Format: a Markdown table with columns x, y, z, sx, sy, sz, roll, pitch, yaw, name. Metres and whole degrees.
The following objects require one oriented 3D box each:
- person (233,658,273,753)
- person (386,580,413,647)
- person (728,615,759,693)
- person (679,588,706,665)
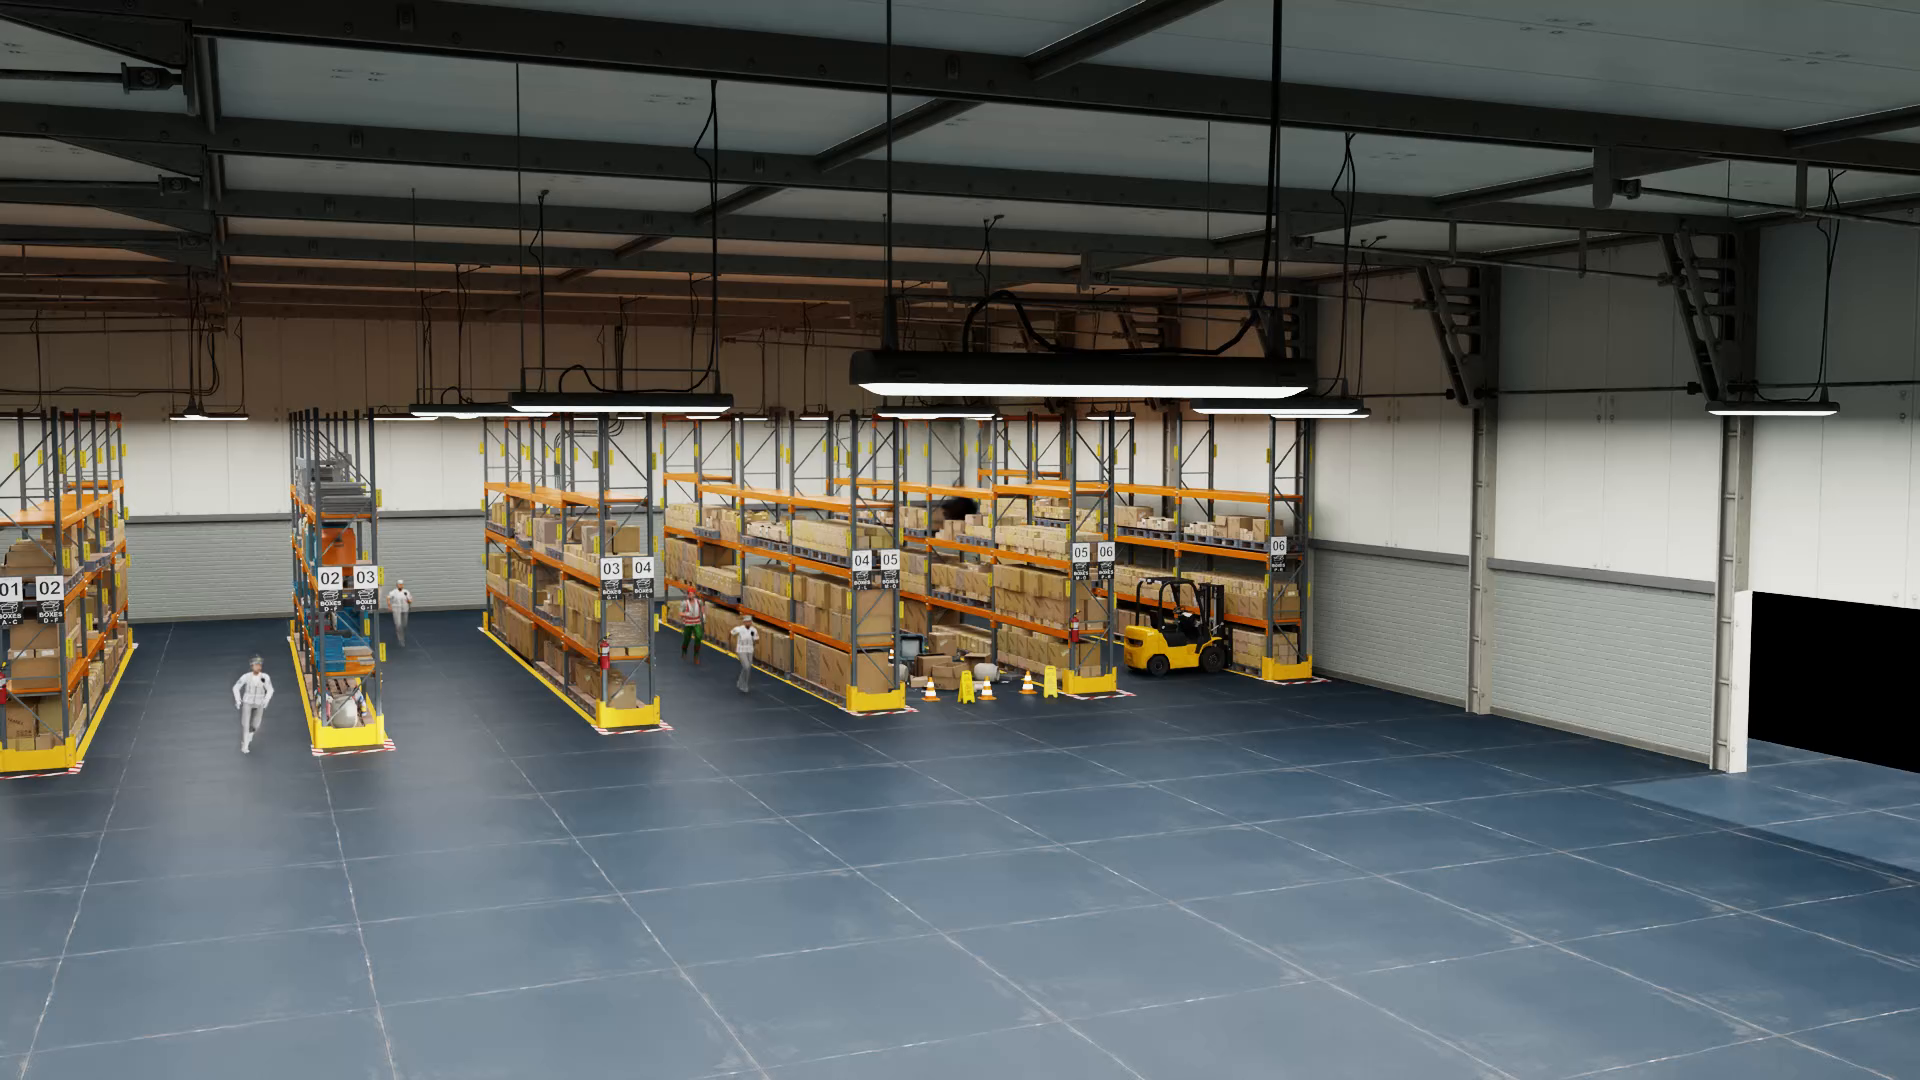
| x | y | z | sx | sy | sz | roll | pitch | yaw | name |
| --- | --- | --- | --- | --- | --- | --- | --- | --- | --- |
| -12.412 | 2.880 | 29.215 | 0.661 | 1.655 | 0.541 | -2 | 5 | -28 | person |
| -14.448 | 1.867 | 42.944 | 0.601 | 1.672 | 0.927 | -3 | 5 | -36 | person |
| -4.574 | 2.407 | 35.327 | 0.603 | 1.677 | 0.797 | -2 | 5 | -27 | person |
| -6.392 | 2.054 | 39.684 | 0.672 | 1.835 | 0.919 | -1 | 4 | -20 | person |
